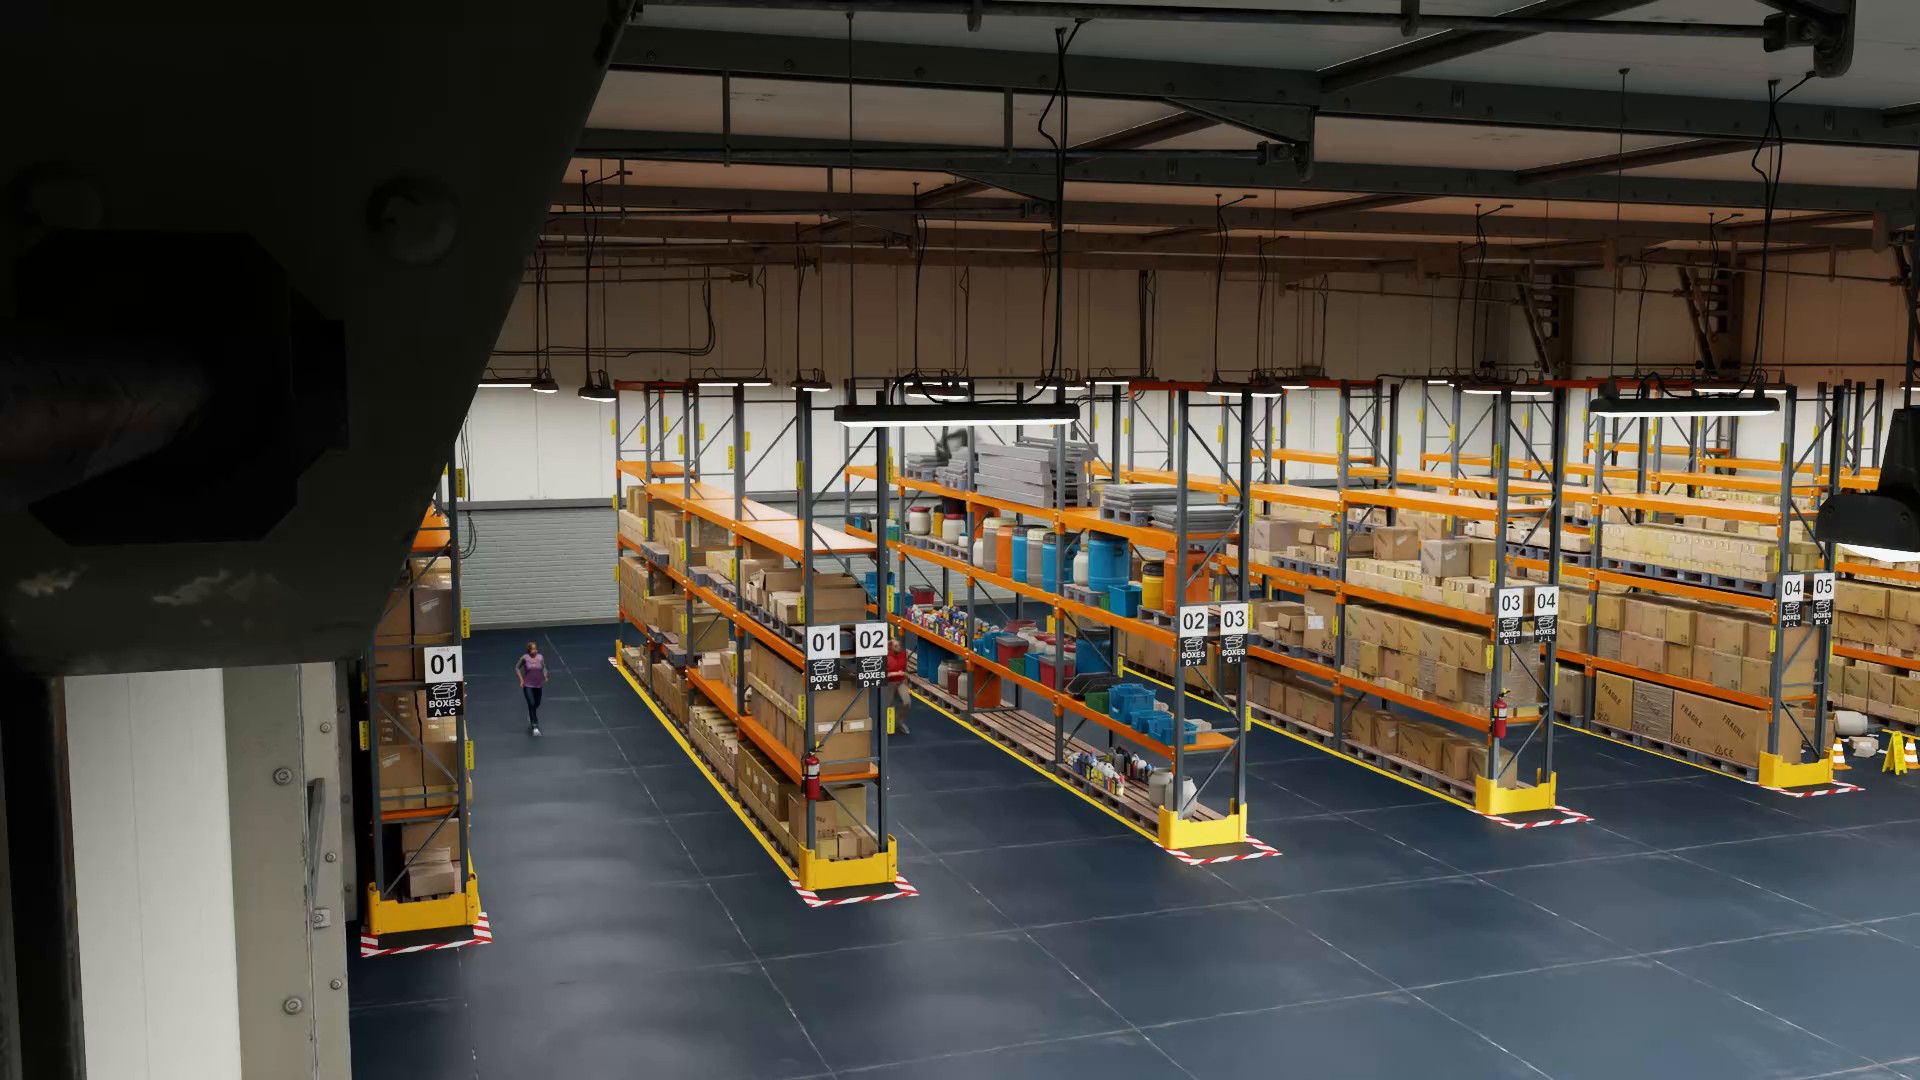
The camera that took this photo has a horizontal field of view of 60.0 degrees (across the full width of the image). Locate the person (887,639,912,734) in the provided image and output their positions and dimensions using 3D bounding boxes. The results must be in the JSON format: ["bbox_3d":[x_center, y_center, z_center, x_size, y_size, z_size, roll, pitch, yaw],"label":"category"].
[{"bbox_3d":[-1.137,2.481,28.487,0.591,1.632,0.929,-3,7,-26],"label":"person"}]

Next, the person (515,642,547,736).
[{"bbox_3d":[-7.388,2.524,28.660,0.519,1.594,0.844,-3,7,-29],"label":"person"}]
